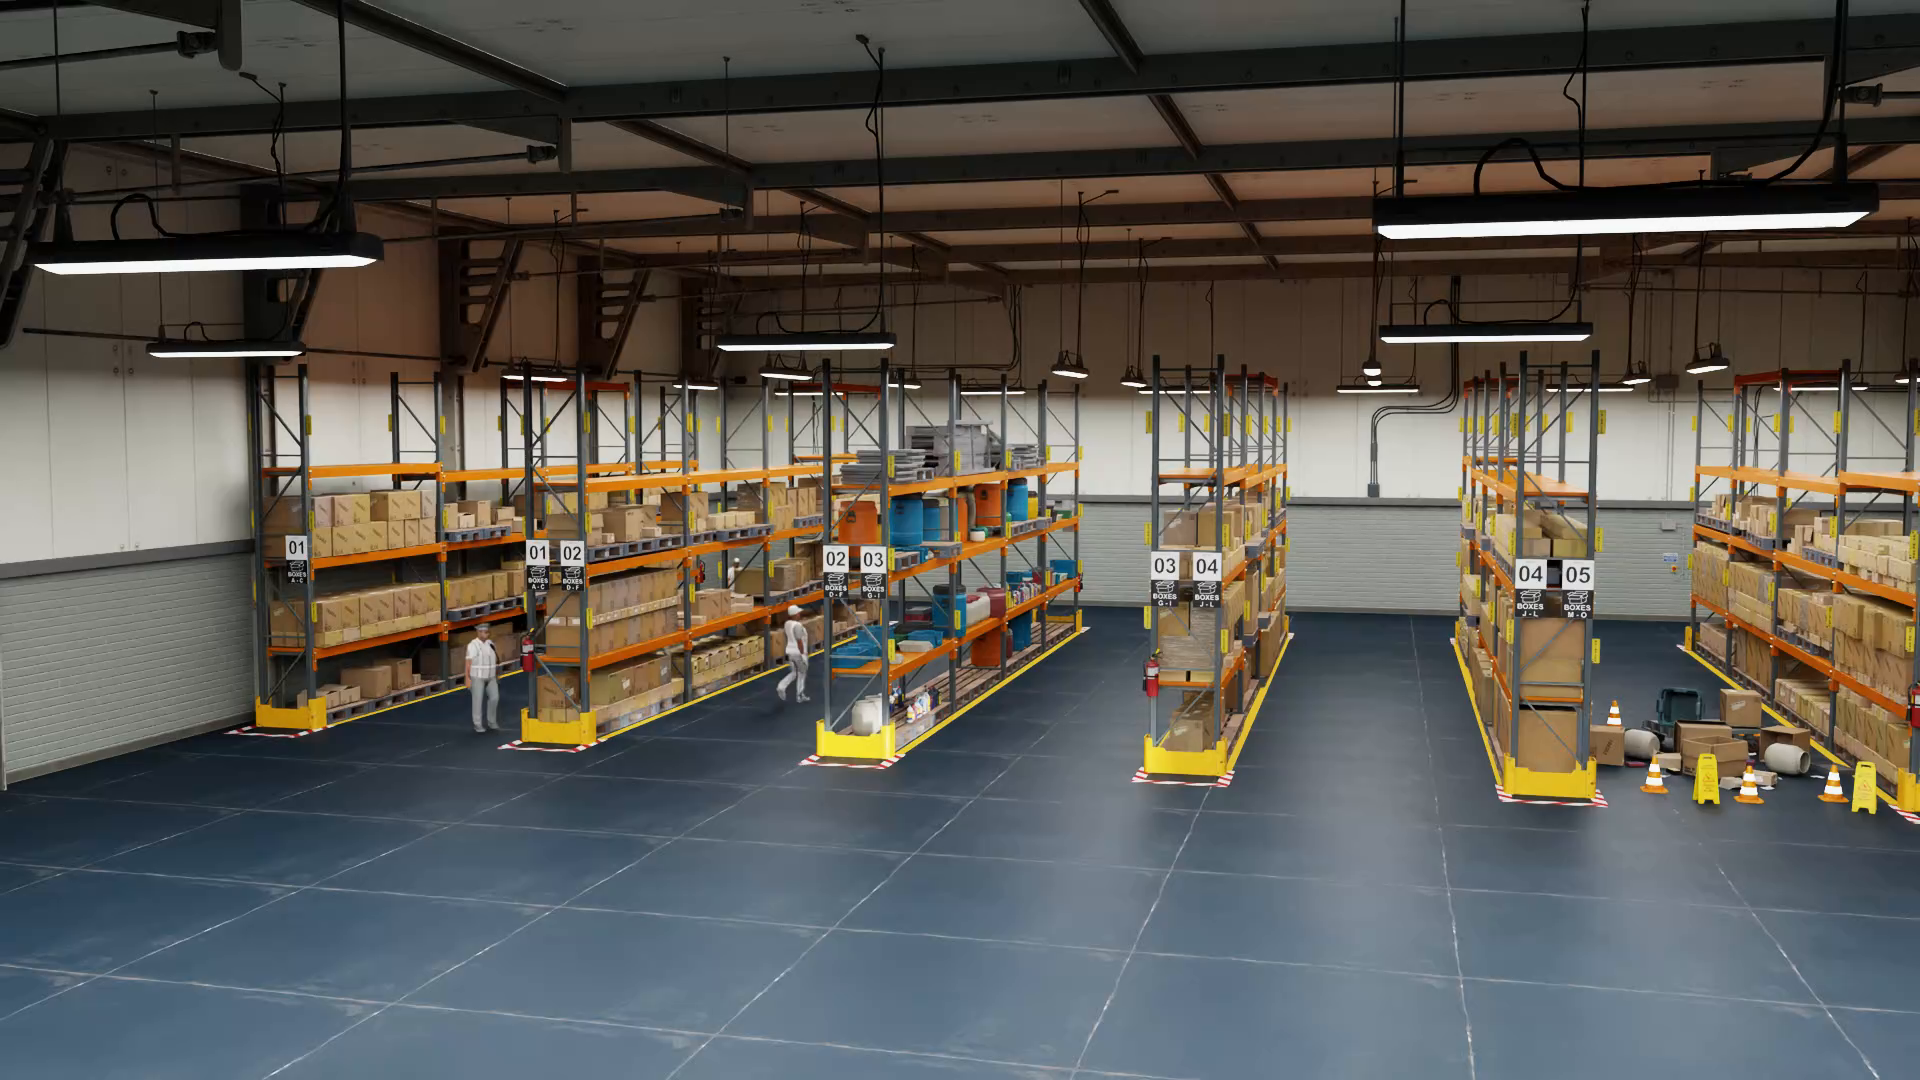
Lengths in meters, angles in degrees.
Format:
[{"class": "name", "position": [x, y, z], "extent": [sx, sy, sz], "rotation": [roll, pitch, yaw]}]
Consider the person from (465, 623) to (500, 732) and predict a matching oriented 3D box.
[{"class": "person", "position": [-7.846, 2.276, 27.315], "extent": [0.398, 1.831, 0.625], "rotation": [3, 5, 35]}]

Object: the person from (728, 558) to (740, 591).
[{"class": "person", "position": [-5.704, 1.266, 42.344], "extent": [0.498, 1.616, 0.861], "rotation": [0, 4, 3]}]

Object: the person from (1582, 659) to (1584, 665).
[{"class": "person", "position": [12.751, 1.854, 34.545], "extent": [0.398, 1.563, 0.503], "rotation": [3, 5, 39]}]

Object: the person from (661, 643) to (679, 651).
[{"class": "person", "position": [-5.923, 1.766, 34.260], "extent": [0.603, 1.809, 0.506], "rotation": [-3, 5, -36]}]

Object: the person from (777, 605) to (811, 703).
[{"class": "person", "position": [-2.972, 2.046, 29.865], "extent": [0.669, 1.772, 0.565], "rotation": [-3, 5, -40]}]
